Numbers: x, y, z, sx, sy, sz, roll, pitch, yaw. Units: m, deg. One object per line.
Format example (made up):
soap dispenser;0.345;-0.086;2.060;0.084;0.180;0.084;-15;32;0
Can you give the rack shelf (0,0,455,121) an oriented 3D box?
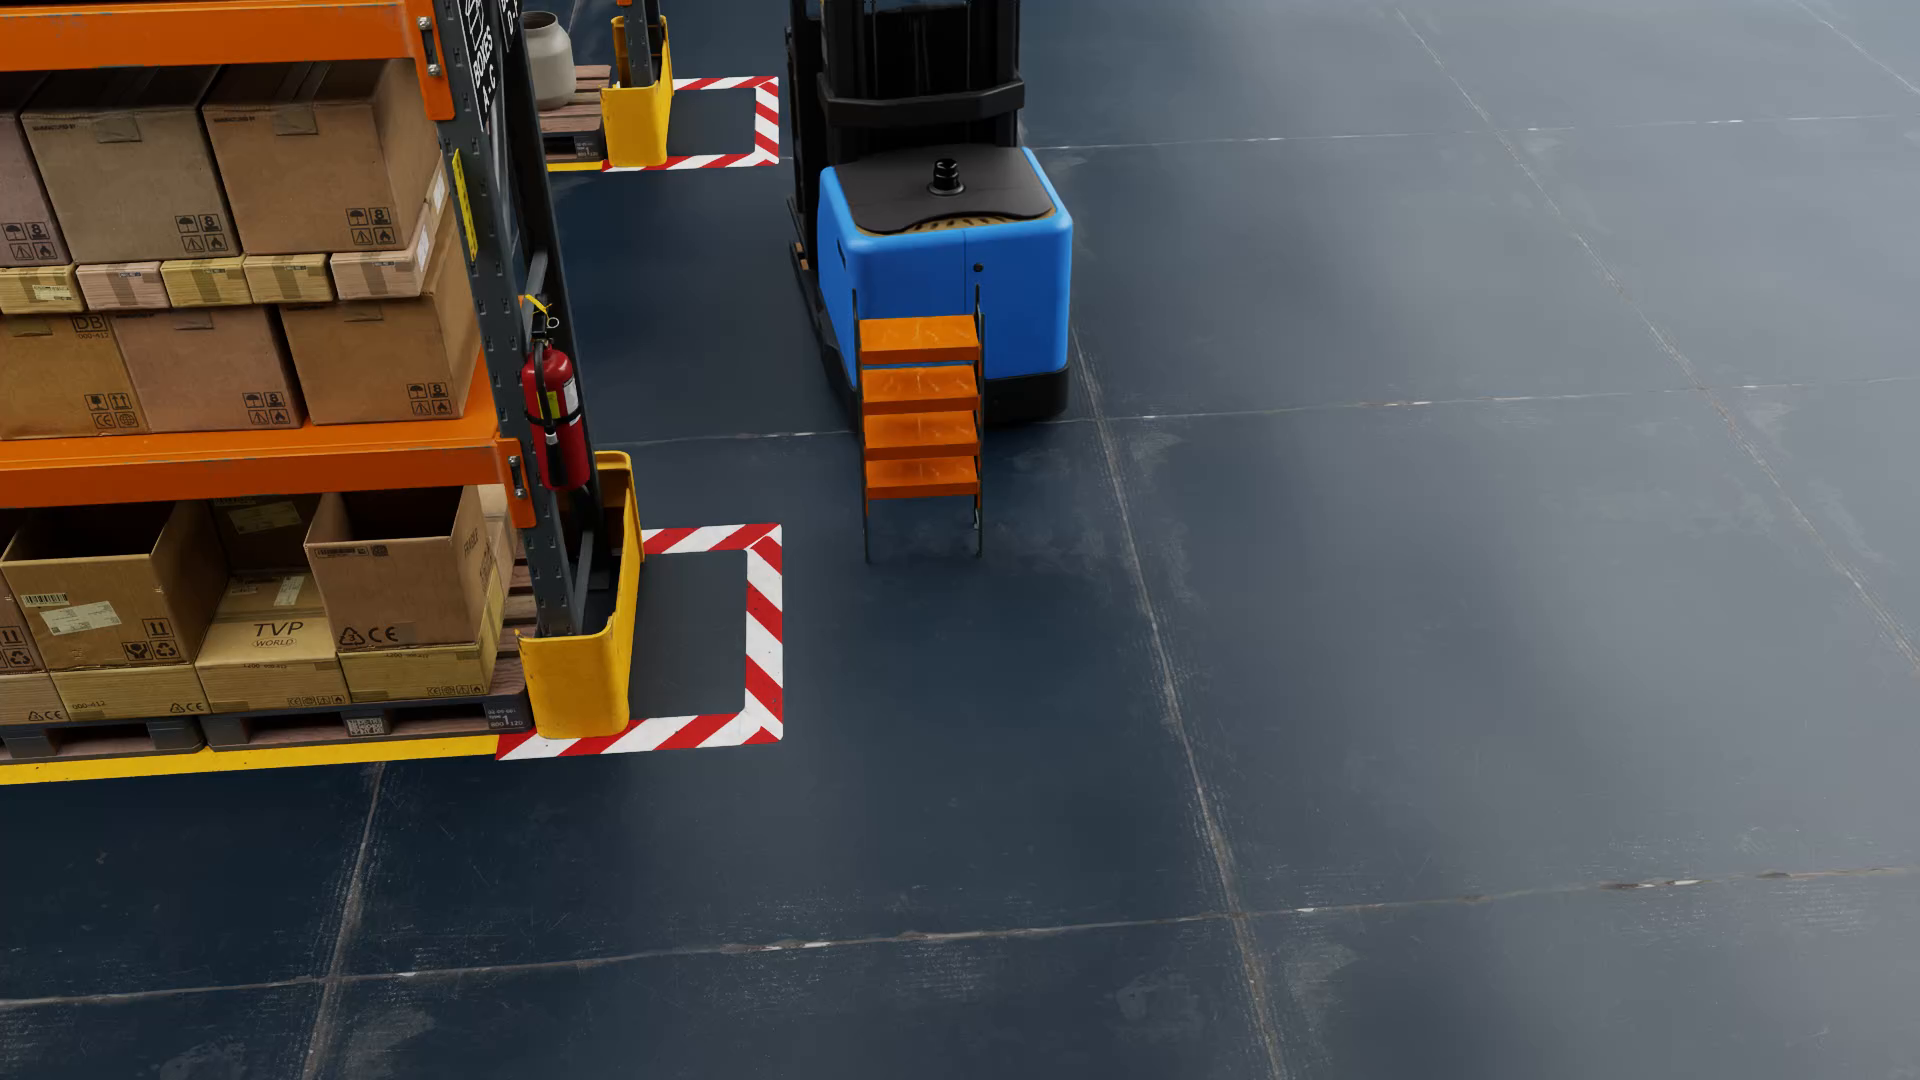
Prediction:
rack shelf;-3.504;-1.573;4.981;4.000;0.370;1.077;-3;38;-4

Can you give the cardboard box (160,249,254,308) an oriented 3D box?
cardboard box;-2.391;-0.913;5.382;0.250;0.149;0.380;-4;38;-5

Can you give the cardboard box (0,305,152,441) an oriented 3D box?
cardboard box;-2.995;-0.753;5.702;0.500;0.500;0.700;-3;38;-4

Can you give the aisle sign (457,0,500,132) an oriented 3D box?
aisle sign;-1.420;-1.630;4.796;0.004;0.787;0.394;-3;38;-4

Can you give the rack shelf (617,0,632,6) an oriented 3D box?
rack shelf;-3.939;-3.452;9.784;4.000;0.370;1.077;-3;38;-4

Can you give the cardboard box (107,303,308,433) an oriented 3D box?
cardboard box;-2.500;-0.777;5.732;0.500;0.500;0.700;-2;38;-3

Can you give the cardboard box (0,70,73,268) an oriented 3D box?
cardboard box;-3.056;-1.255;5.291;0.500;0.500;0.700;-3;38;-4

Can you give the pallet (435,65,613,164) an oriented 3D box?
pallet;-2.828;-2.674;10.469;1.213;0.211;1.003;-3;38;-4

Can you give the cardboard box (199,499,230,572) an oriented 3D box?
cardboard box;-3.060;-0.211;6.371;0.500;0.500;0.500;-3;38;-4

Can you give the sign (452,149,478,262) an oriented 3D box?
sign;-1.477;-0.999;4.969;0.005;0.325;0.100;-3;38;-4

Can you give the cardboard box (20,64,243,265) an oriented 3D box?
cardboard box;-2.554;-1.283;5.326;0.500;0.500;0.700;-4;38;-5

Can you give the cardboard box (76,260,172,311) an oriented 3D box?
cardboard box;-2.641;-0.901;5.366;0.250;0.149;0.380;-3;38;-3

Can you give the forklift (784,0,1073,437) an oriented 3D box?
forklift;-0.311;-2.539;8.102;1.130;2.935;3.031;-8;39;-10

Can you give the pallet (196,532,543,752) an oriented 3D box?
pallet;-2.270;0.375;6.604;1.213;0.211;1.003;-3;38;-4

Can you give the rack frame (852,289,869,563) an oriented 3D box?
rack frame;-0.408;-0.449;6.850;0.015;1.200;0.240;-3;38;-4

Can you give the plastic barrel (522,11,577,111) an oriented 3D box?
plastic barrel;-2.595;-2.949;10.235;0.421;0.512;0.421;0;38;0

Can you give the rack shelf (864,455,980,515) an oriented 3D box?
rack shelf;-0.165;-0.253;7.032;0.480;0.148;0.258;-3;38;-4

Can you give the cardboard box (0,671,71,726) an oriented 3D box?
cardboard box;-3.513;0.429;6.166;0.500;0.250;0.500;-3;38;-4

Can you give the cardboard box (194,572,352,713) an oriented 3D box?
cardboard box;-2.516;0.374;6.235;0.500;0.250;0.500;-3;38;-4

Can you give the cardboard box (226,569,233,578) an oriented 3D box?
cardboard box;-3.061;0.076;6.612;0.500;0.250;0.500;-3;38;-4

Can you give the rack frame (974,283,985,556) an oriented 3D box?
rack frame;0.078;-0.475;6.884;0.015;1.200;0.240;-3;38;-4

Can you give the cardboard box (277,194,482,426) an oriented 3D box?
cardboard box;-1.978;-0.809;5.773;0.500;0.500;0.700;-3;38;-4

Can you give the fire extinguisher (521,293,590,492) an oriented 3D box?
fire extinguisher;-1.353;-0.477;5.495;0.183;0.674;0.296;-3;38;-4

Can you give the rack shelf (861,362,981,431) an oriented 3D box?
rack shelf;-0.165;-0.585;6.770;0.480;0.148;0.258;-3;38;-4

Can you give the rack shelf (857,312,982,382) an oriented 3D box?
rack shelf;-0.165;-0.770;6.623;0.480;0.148;0.258;-3;38;-4

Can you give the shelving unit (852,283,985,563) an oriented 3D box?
shelving unit;-0.165;-0.462;6.867;0.503;1.200;0.258;-3;38;-4

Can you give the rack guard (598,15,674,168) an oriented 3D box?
rack guard;-2.018;-2.829;10.432;0.348;0.500;1.175;-3;38;-4

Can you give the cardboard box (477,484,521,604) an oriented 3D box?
cardboard box;-2.065;0.019;6.684;0.500;0.250;0.500;-3;38;-4

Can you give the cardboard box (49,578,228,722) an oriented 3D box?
cardboard box;-3.014;0.402;6.199;0.500;0.250;0.500;-3;38;-4

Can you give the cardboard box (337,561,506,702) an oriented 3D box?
cardboard box;-2.020;0.339;6.279;0.500;0.250;0.500;-3;38;-4

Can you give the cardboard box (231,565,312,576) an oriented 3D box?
cardboard box;-2.563;0.049;6.647;0.500;0.250;0.500;-3;38;-4

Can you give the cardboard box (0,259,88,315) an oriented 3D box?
cardboard box;-2.903;-0.886;5.347;0.250;0.149;0.380;-2;38;-3

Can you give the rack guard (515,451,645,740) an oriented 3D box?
rack guard;-1.488;0.193;6.602;0.348;0.500;1.175;-3;38;-4

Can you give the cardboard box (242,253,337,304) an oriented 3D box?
cardboard box;-2.136;-0.927;5.399;0.250;0.149;0.380;-2;38;-3

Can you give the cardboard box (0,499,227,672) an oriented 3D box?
cardboard box;-3.014;0.110;5.965;0.500;0.500;0.500;-3;38;-4

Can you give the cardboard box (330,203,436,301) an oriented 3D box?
cardboard box;-1.875;-0.943;5.419;0.250;0.149;0.380;-4;38;-5

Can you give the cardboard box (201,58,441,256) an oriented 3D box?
cardboard box;-2.030;-1.315;5.367;0.500;0.500;0.700;-3;38;-4

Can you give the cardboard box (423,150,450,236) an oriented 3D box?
cardboard box;-1.921;-1.193;5.735;0.250;0.149;0.380;-3;38;-4

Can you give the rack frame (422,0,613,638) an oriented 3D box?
rack frame;-1.512;-0.787;5.826;0.127;3.000;1.000;-3;38;-4

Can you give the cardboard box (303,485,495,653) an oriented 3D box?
cardboard box;-2.019;0.046;6.046;0.500;0.500;0.500;-3;38;-4

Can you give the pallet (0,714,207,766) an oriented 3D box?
pallet;-3.482;0.440;6.522;1.213;0.211;1.003;-3;38;-4

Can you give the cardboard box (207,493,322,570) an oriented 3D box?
cardboard box;-2.563;-0.246;6.416;0.500;0.500;0.500;-3;38;-4

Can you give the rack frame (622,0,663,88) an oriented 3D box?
rack frame;-1.947;-3.844;9.700;0.127;3.000;1.000;-3;38;-4

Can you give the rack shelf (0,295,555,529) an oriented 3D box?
rack shelf;-3.504;-0.395;5.910;4.000;0.370;1.077;-3;38;-4

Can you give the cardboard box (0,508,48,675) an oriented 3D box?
cardboard box;-3.512;0.136;5.931;0.500;0.500;0.500;-3;38;-4

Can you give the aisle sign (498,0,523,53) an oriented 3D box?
aisle sign;-1.473;-2.000;5.265;0.004;0.787;0.394;-3;38;-4

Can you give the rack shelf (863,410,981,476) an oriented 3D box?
rack shelf;-0.165;-0.409;6.909;0.480;0.148;0.258;-3;38;-4
